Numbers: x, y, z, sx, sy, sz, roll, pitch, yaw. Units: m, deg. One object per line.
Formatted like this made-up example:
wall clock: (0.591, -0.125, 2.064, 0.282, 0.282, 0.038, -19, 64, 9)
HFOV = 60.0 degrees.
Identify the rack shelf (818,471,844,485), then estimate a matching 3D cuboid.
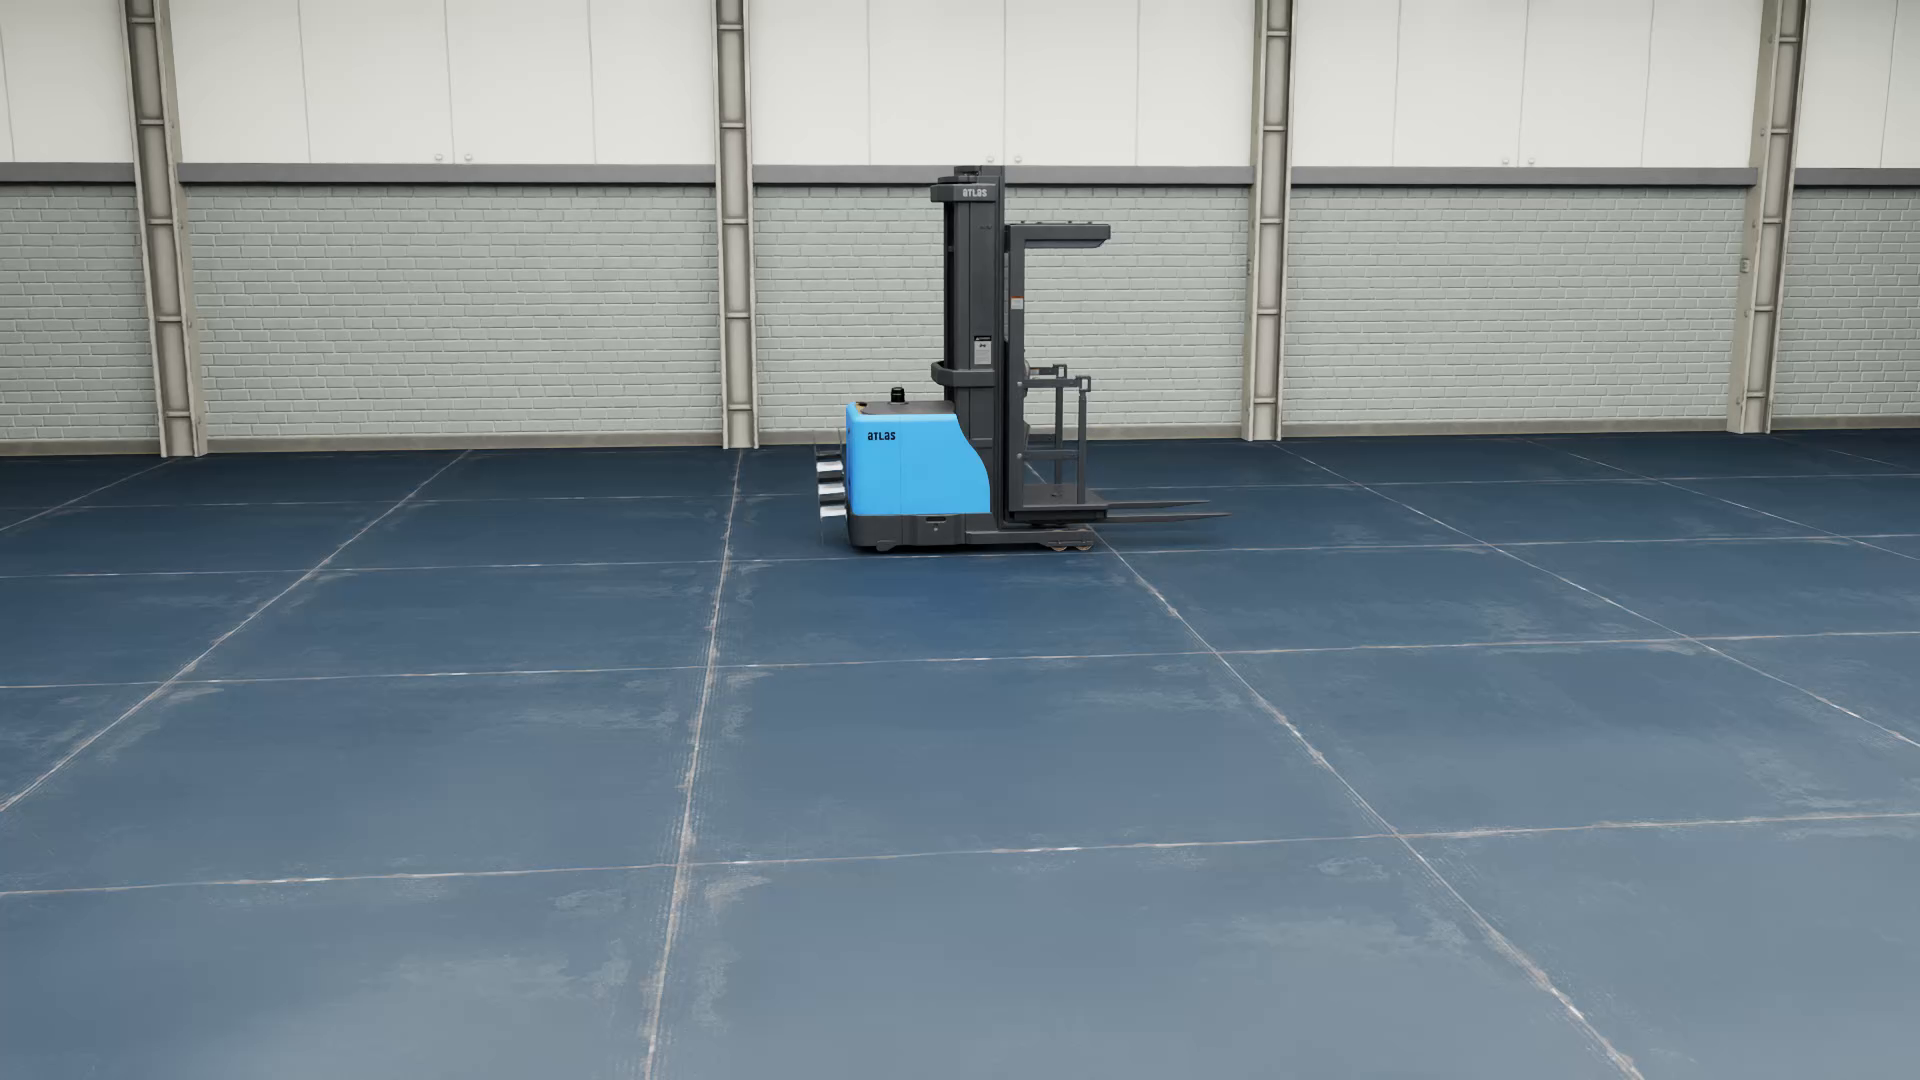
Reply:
rack shelf: (-1.025, -0.479, 13.146, 0.200, 0.077, 0.258, -5, 12, -6)

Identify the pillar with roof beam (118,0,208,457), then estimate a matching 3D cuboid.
pillar with roof beam: (-7.963, -4.517, 13.014, 0.400, 9.000, 9.100, -1, 11, -6)

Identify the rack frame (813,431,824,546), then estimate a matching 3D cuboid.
rack frame: (-1.122, -0.415, 13.146, 0.006, 0.900, 0.240, -5, 12, -6)

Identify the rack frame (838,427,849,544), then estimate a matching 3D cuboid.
rack frame: (-0.921, -0.432, 13.168, 0.006, 0.900, 0.240, -5, 12, -6)

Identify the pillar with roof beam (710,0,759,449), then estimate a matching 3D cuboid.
pillar with roof beam: (-1.998, -4.642, 13.650, 0.400, 9.000, 9.100, -1, 11, -6)

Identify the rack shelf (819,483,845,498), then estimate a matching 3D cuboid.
rack shelf: (-1.019, -0.391, 13.164, 0.200, 0.077, 0.258, -5, 12, -6)

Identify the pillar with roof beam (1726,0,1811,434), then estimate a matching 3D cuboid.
pillar with roof beam: (9.932, -4.892, 14.921, 0.400, 9.000, 9.100, -1, 11, -6)

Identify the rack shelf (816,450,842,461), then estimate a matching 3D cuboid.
rack shelf: (-1.036, -0.655, 13.110, 0.200, 0.077, 0.258, -5, 12, -6)

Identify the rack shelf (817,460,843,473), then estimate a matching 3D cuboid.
rack shelf: (-1.031, -0.567, 13.128, 0.200, 0.077, 0.258, -5, 12, -6)

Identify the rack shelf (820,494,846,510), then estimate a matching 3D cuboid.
rack shelf: (-1.014, -0.303, 13.182, 0.200, 0.077, 0.258, -5, 12, -6)

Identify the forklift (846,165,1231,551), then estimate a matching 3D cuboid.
forklift: (0.618, -1.453, 13.160, 3.031, 2.935, 1.130, -1, 11, -7)

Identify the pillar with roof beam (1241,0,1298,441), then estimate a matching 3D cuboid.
pillar with roof beam: (3.967, -4.767, 14.286, 0.400, 9.000, 9.100, -1, 11, -6)

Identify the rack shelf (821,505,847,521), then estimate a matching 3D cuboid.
rack shelf: (-1.008, -0.215, 13.200, 0.200, 0.077, 0.258, -5, 12, -6)

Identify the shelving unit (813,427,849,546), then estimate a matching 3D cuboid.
shelving unit: (-1.021, -0.423, 13.157, 0.210, 0.900, 0.258, -5, 12, -6)
